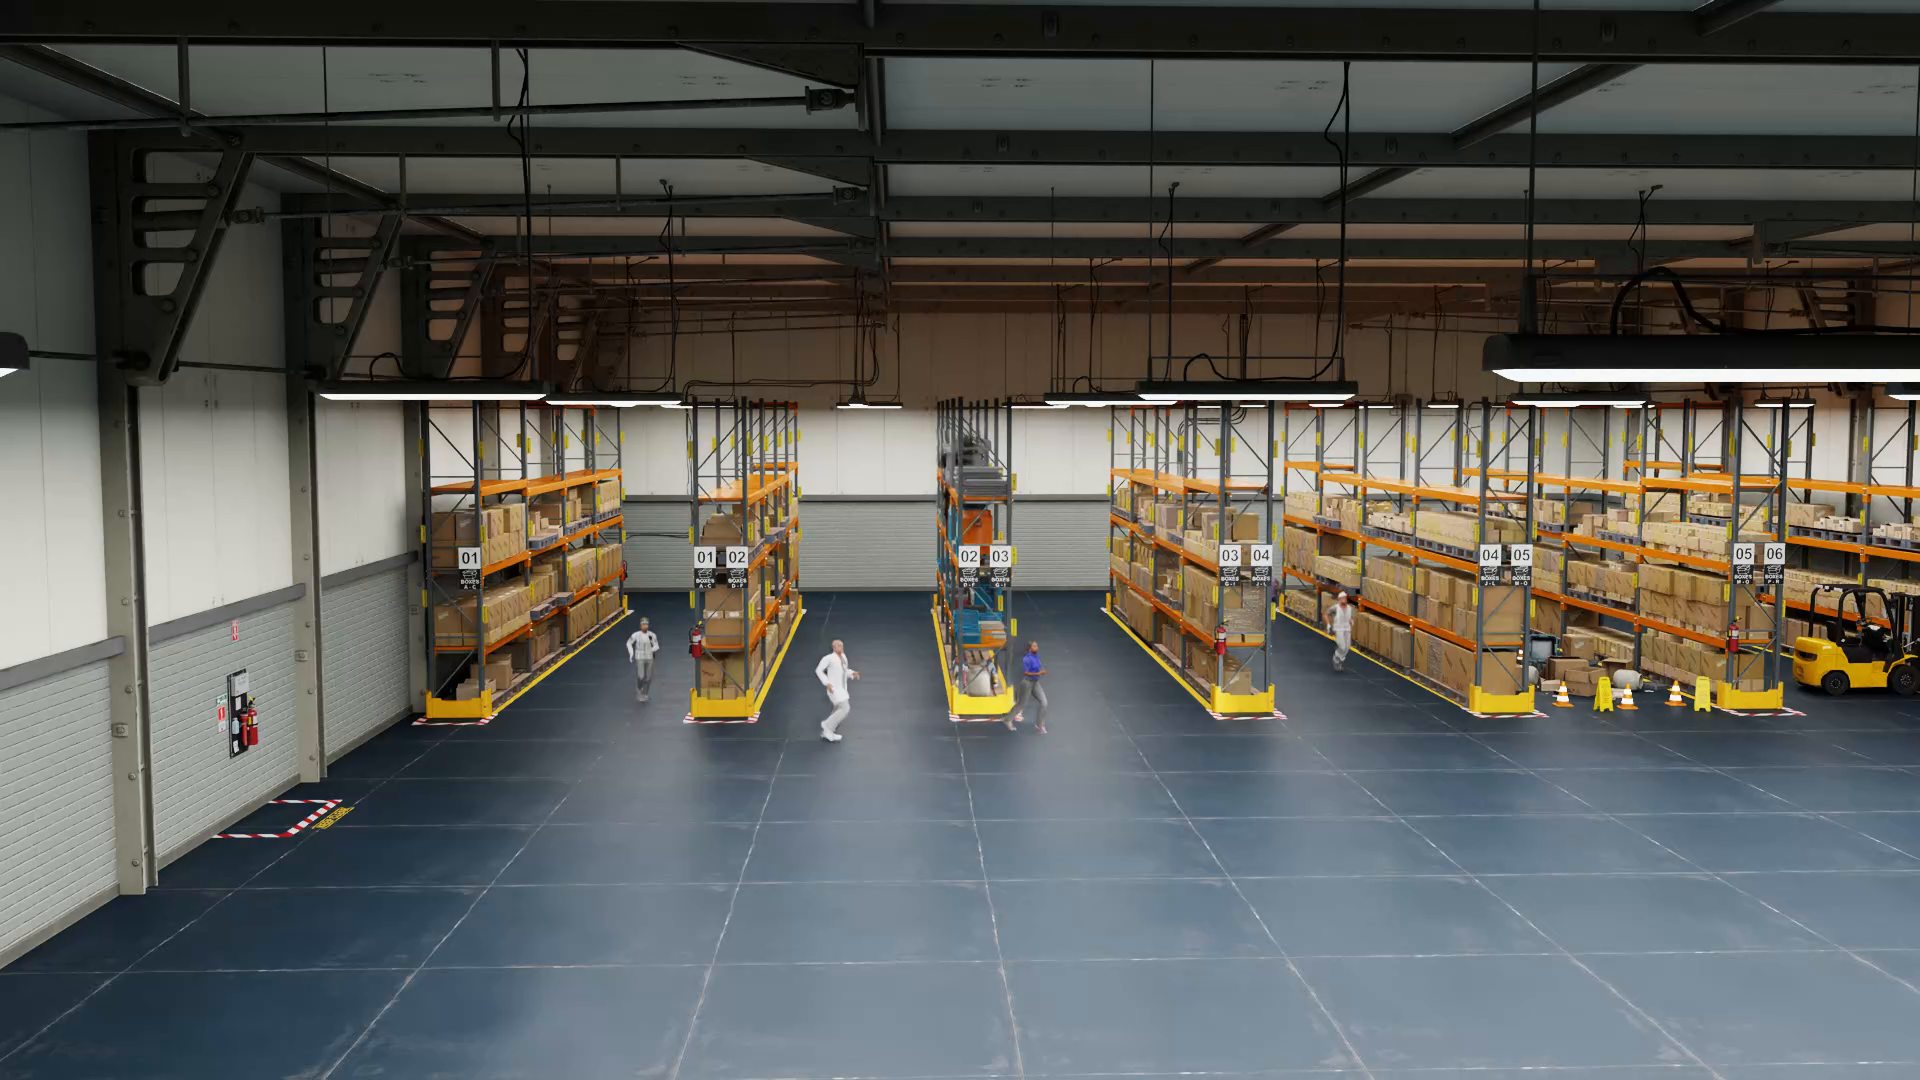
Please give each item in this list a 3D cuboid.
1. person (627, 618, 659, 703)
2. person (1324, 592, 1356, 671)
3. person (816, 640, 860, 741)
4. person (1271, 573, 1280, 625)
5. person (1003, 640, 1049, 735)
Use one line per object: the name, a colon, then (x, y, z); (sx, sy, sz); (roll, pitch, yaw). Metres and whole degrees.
person: (-6.199, 2.358, 32.644); (0.587, 1.669, 0.656); (-2, 5, -20)
person: (8.384, 2.016, 36.413); (0.646, 1.743, 0.650); (-1, 5, -14)
person: (-2.090, 2.650, 28.927); (0.683, 1.669, 0.684); (2, 5, 25)
person: (8.214, 1.536, 43.989); (0.560, 1.550, 0.734); (0, 4, 3)
person: (1.220, 2.622, 29.579); (0.891, 1.705, 0.586); (3, 5, 35)
